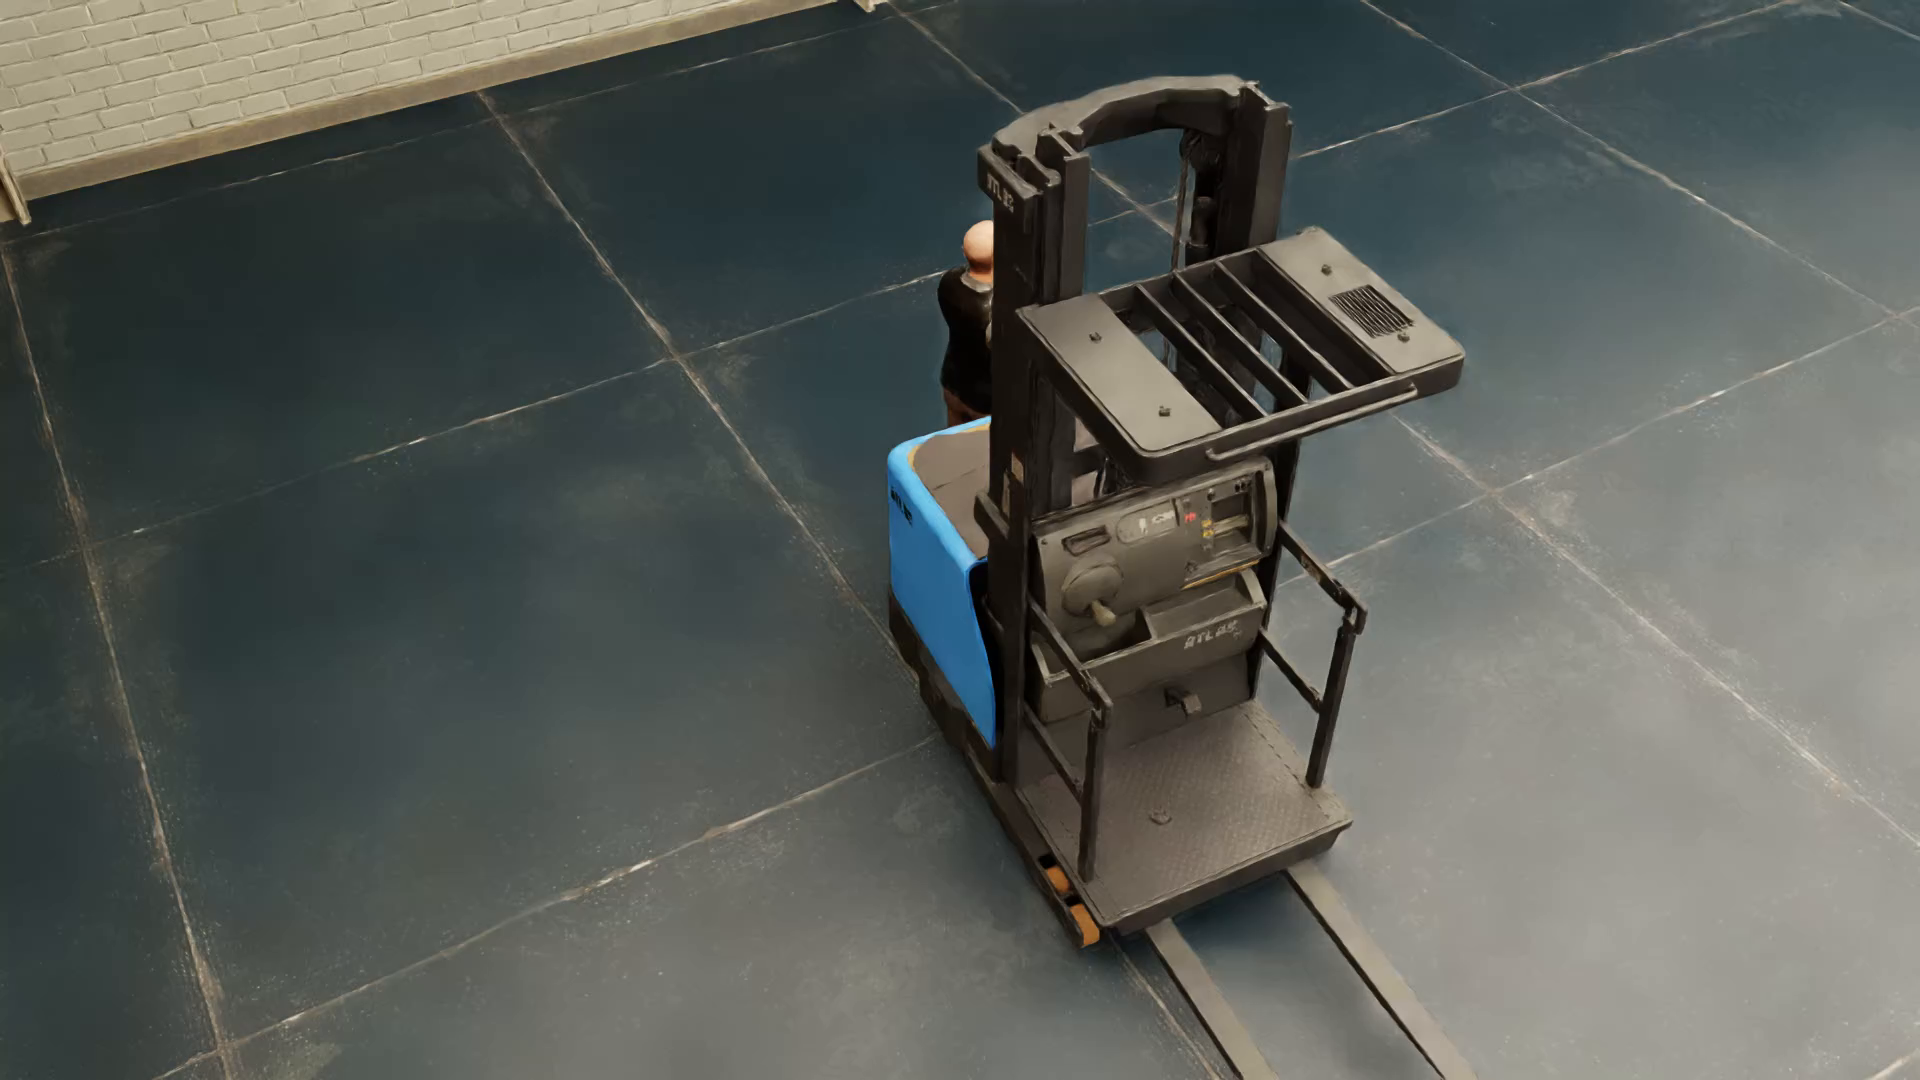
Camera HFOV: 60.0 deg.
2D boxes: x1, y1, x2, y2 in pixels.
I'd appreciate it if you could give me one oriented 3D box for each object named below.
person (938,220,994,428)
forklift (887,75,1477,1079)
[{"bbox_3d":[0.145,-0.653,7.338,0.642,1.676,0.651,-29,50,-28],"label":"person"},{"bbox_3d":[0.782,0.097,5.593,1.130,2.935,3.031,-18,46,-18],"label":"forklift"}]
